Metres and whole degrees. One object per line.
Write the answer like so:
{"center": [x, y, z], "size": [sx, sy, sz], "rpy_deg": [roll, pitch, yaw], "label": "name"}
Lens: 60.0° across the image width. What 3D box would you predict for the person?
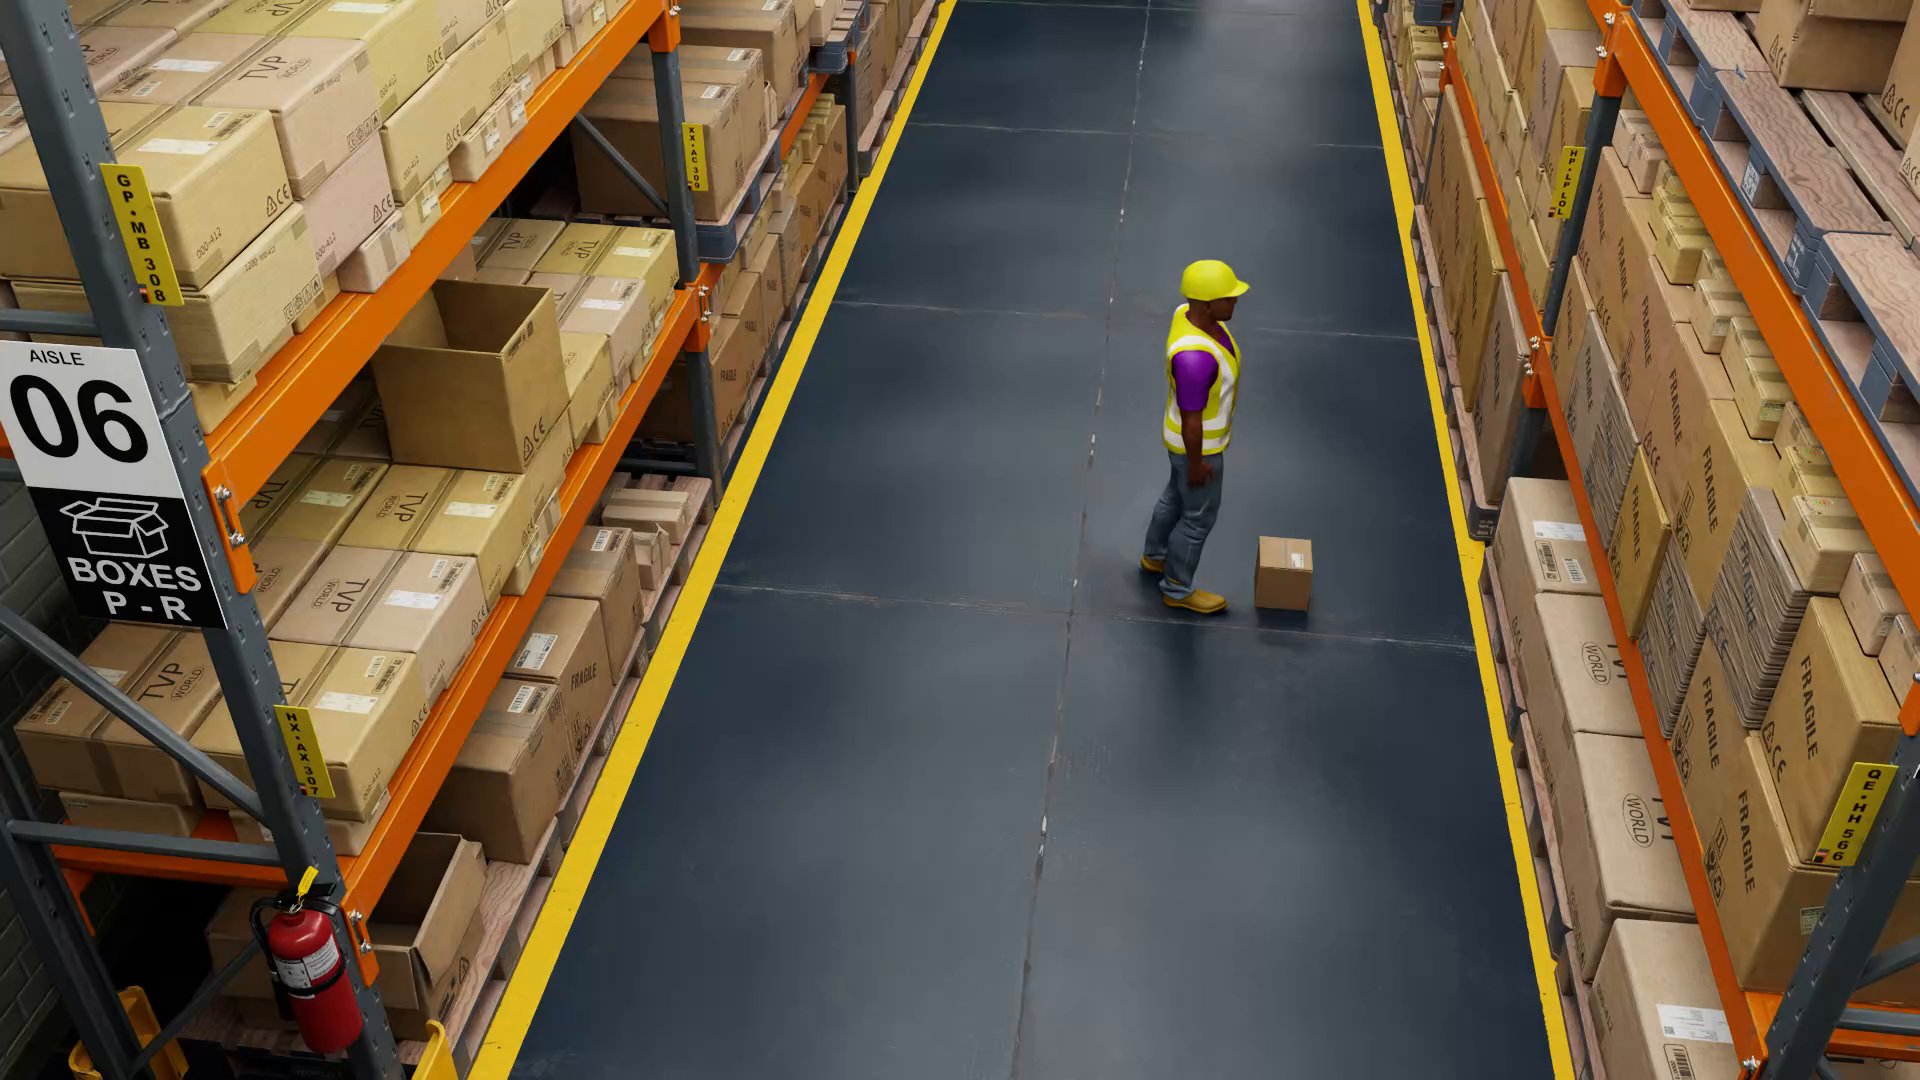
{"center": [1.099, -0.457, 7.711], "size": [0.432, 1.833, 0.567], "rpy_deg": [5, 36, 7], "label": "person"}
